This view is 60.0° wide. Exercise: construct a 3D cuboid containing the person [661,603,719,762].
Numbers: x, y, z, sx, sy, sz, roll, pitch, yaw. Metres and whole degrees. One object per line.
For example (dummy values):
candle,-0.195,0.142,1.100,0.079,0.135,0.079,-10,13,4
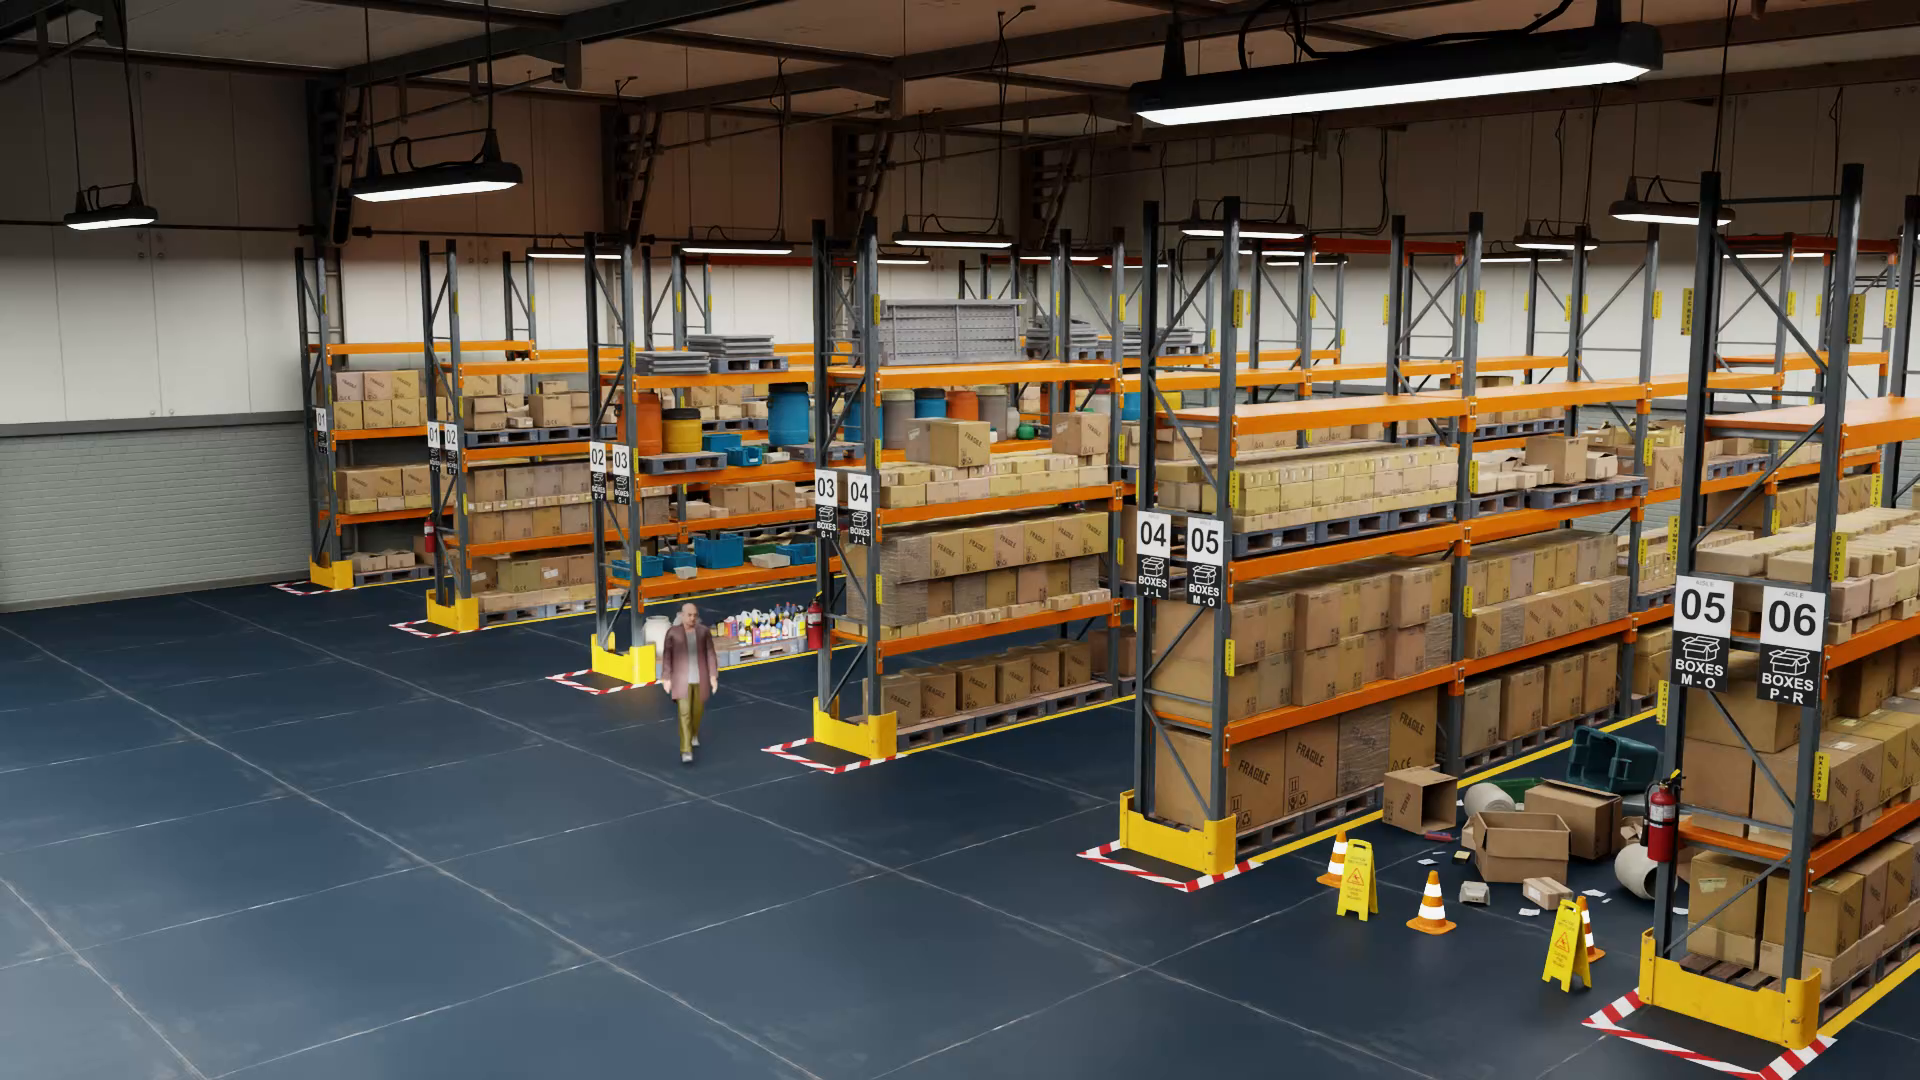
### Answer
person,-3.035,1.577,18.769,0.575,1.749,1.028,-5,10,-30
